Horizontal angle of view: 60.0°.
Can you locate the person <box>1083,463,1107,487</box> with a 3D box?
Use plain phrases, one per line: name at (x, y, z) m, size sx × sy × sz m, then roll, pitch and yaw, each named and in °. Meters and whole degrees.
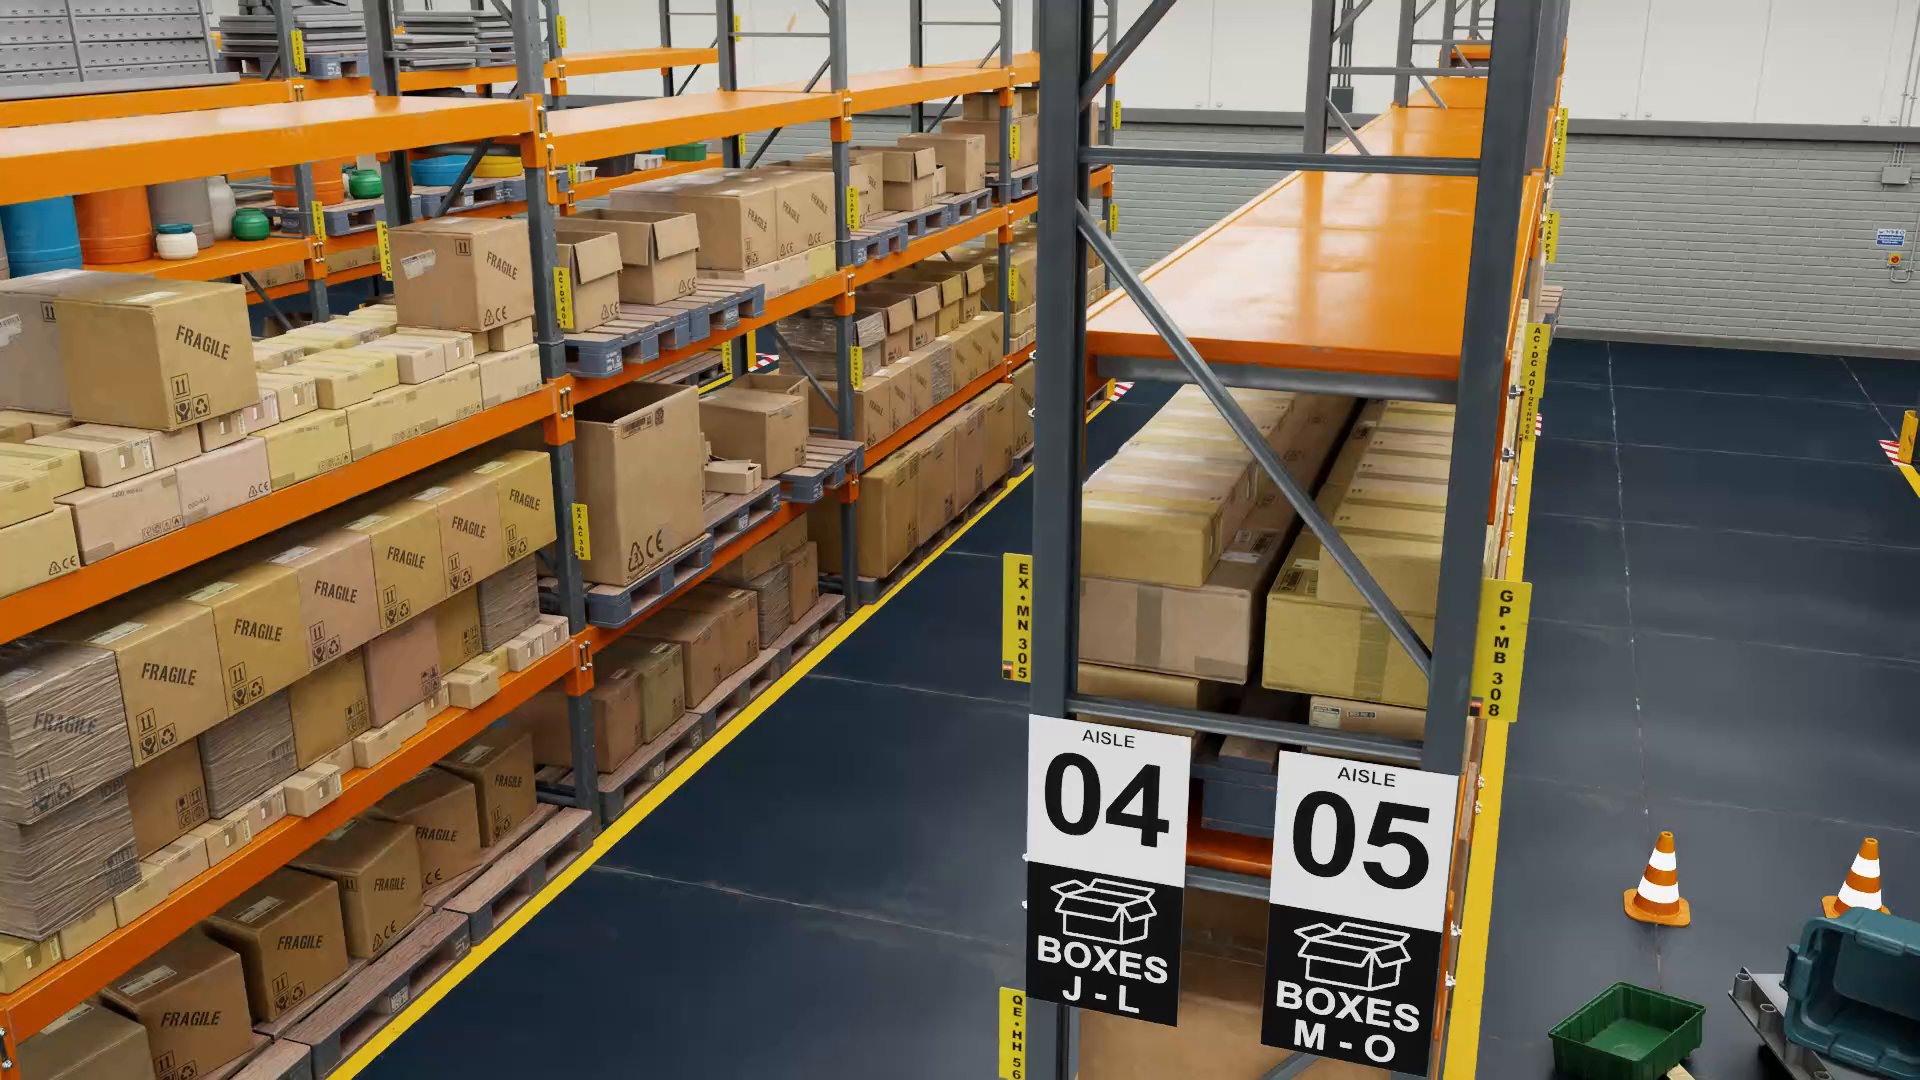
person at (1.142, -0.009, 12.921) m, size 0.669 × 1.555 × 0.577 m, roll 6°, pitch 20°, yaw 19°
